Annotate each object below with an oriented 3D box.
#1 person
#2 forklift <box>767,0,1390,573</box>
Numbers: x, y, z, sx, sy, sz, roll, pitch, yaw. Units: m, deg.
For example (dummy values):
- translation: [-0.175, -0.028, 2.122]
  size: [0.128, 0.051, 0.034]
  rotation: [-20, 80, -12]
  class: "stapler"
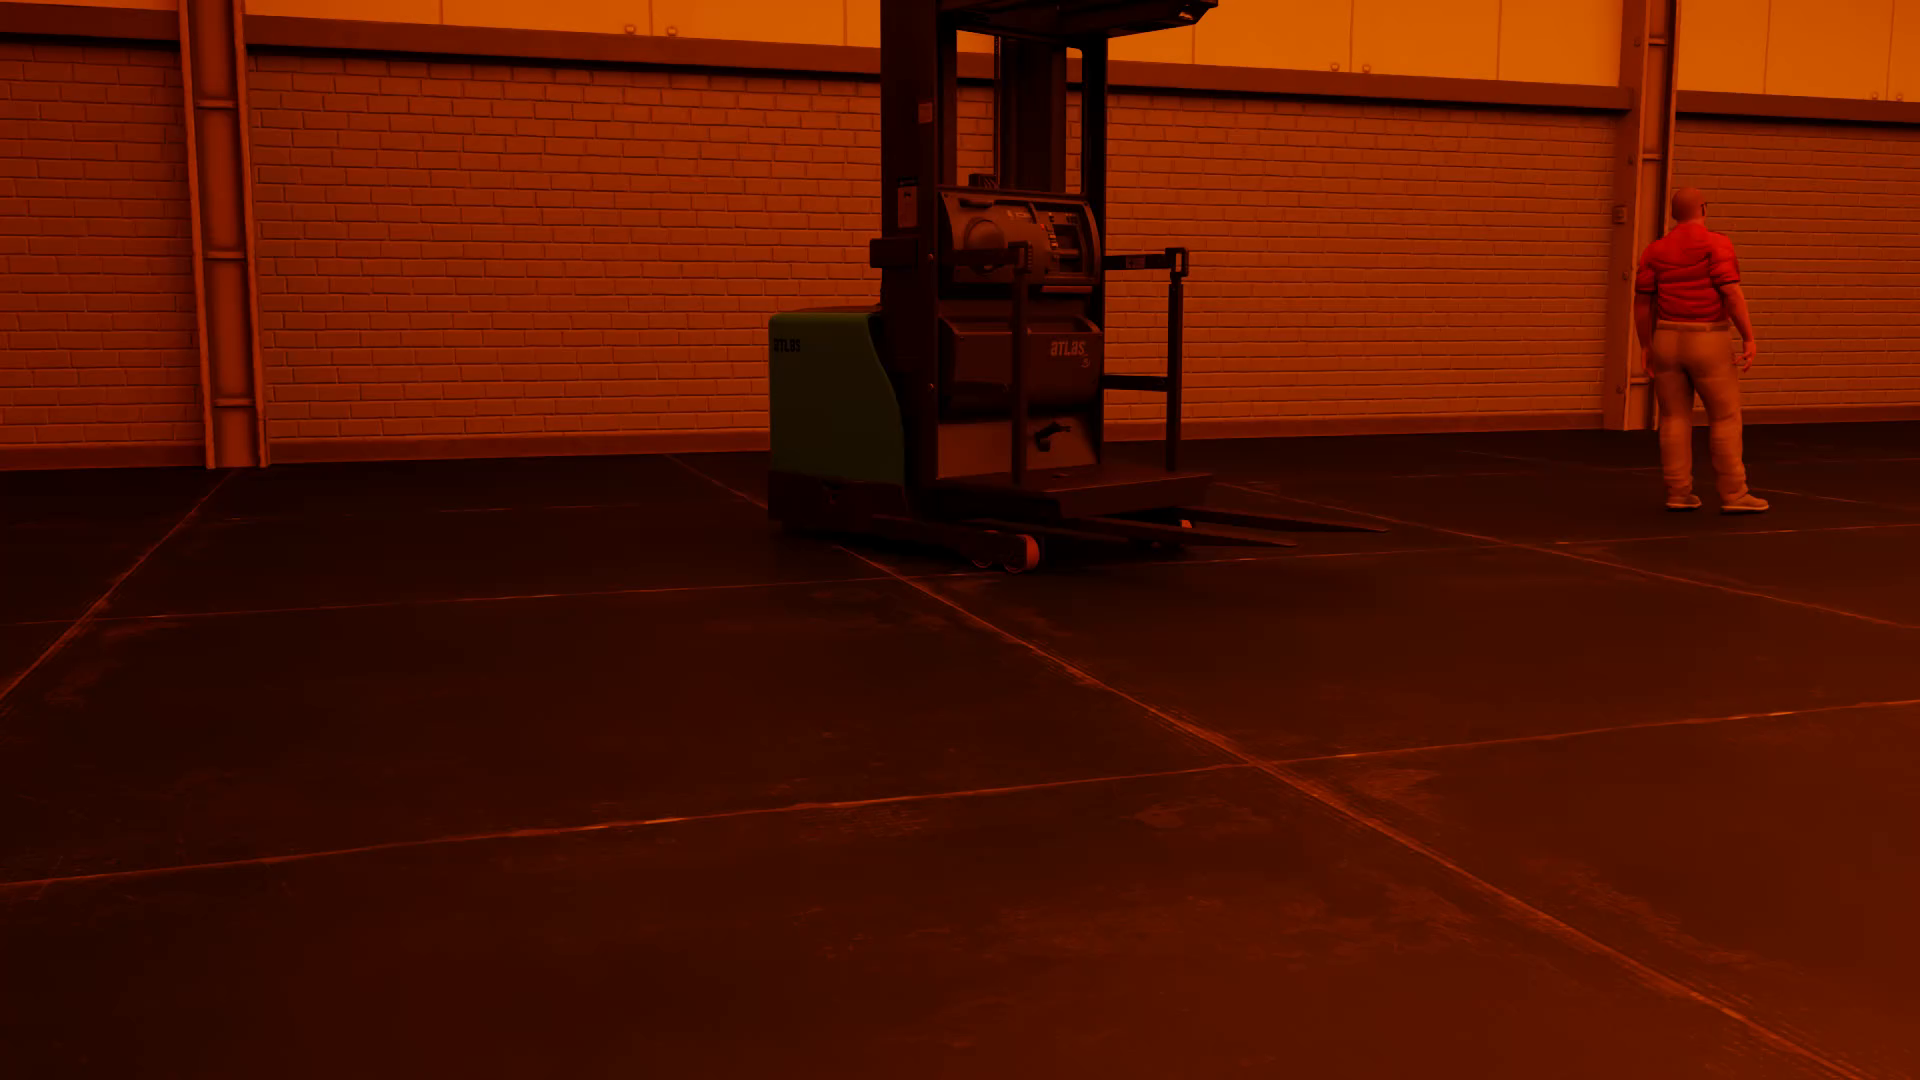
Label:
- translation: [4.014, -1.025, 8.998]
  size: [0.550, 1.727, 0.637]
  rotation: [-6, 10, -39]
  class: "person"
- translation: [0.425, -1.391, 7.273]
  size: [1.130, 2.935, 3.031]
  rotation: [-7, 11, -42]
  class: "forklift"
